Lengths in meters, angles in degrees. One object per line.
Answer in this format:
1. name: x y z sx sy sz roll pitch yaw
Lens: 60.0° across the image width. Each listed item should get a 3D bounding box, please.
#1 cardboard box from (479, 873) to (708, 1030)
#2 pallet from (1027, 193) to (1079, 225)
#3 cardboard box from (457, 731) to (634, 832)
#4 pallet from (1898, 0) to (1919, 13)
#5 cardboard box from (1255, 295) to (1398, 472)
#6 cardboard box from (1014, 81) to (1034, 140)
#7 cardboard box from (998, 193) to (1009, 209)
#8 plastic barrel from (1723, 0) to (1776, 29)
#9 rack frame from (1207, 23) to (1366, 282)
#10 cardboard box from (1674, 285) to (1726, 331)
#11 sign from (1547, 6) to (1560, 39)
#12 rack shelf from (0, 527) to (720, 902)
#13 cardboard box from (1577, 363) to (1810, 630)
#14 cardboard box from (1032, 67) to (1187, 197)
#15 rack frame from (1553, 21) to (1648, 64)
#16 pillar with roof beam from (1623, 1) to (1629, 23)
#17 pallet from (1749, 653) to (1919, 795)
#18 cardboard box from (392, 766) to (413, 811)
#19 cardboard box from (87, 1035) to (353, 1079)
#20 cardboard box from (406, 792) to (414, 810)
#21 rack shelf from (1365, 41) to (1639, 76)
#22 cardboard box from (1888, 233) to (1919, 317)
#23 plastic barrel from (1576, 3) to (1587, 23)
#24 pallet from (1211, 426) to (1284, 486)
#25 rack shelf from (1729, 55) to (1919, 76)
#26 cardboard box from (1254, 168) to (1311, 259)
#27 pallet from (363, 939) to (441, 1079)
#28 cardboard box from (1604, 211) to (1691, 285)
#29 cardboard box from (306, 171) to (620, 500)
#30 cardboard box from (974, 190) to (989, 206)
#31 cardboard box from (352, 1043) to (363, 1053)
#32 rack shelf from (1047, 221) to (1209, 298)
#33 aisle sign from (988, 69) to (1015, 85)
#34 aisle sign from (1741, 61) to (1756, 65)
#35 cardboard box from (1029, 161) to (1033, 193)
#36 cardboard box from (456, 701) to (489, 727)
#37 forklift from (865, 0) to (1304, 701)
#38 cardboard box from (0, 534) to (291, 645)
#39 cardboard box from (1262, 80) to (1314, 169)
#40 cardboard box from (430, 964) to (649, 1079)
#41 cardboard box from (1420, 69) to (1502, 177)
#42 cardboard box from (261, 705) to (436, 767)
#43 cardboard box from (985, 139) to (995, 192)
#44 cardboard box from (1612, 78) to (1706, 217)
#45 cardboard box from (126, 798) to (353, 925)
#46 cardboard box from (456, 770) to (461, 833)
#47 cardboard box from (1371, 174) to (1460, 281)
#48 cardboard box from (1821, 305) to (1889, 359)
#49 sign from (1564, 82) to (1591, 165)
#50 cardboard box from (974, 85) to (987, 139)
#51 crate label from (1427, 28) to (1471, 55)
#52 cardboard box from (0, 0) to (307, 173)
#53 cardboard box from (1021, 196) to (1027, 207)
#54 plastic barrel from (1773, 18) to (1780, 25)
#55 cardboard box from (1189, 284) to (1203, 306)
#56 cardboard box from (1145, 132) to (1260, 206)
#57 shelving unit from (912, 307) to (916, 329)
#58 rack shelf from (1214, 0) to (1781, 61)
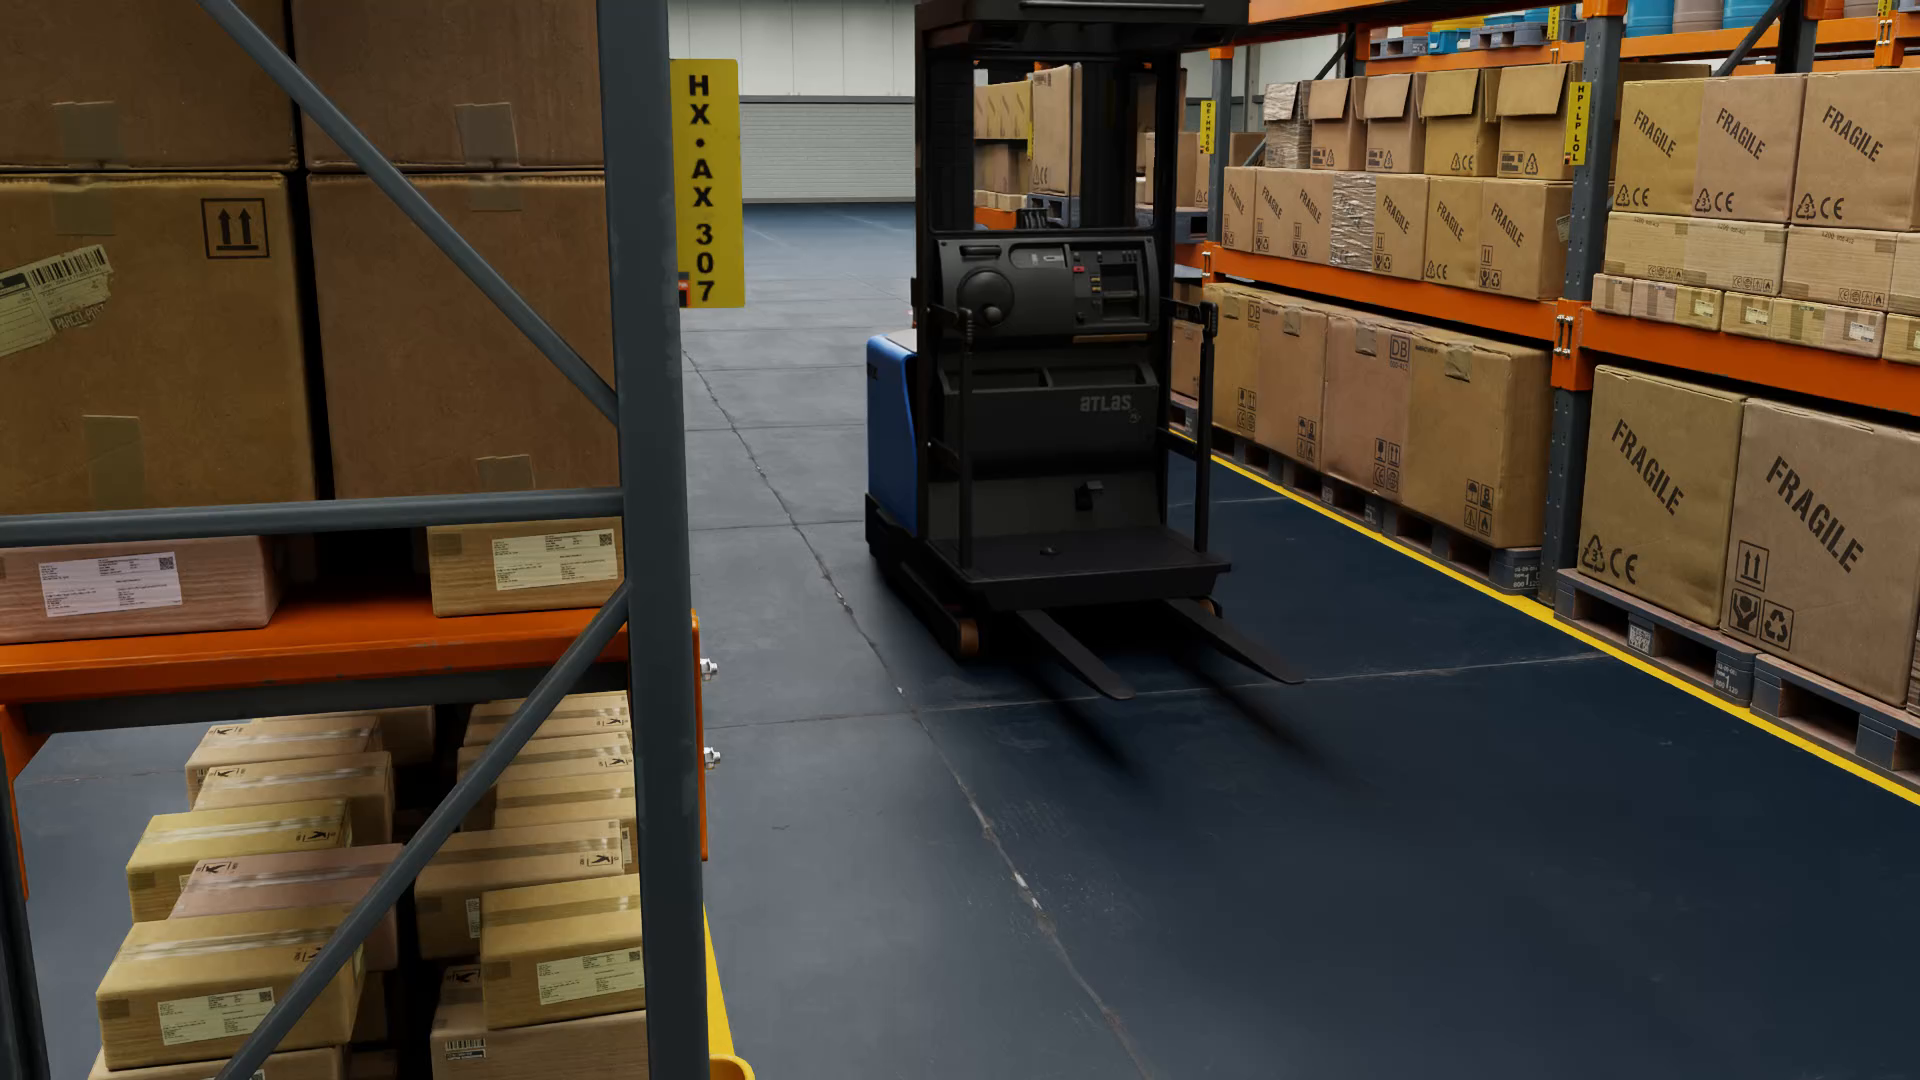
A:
1. cardboard box: -0.662 0.729 2.991 0.380 0.149 0.250 -4 14 -16
2. pallet: 1.195 -2.767 13.836 1.003 0.211 1.213 -3 14 -13
3. cardboard box: -0.918 0.554 3.706 0.380 0.149 0.250 -4 14 -16
4. pallet: 6.995 -3.581 10.843 1.003 0.211 1.213 -3 14 -13
5. cardboard box: 2.440 -0.927 9.493 1.225 0.875 0.875 -3 14 -13
6. cardboard box: 0.784 -3.812 14.764 0.500 0.500 0.500 -3 14 -13
7. cardboard box: 0.575 -3.247 15.925 0.380 0.149 0.250 -3 14 -13
8. plastic barrel: 6.609 -4.614 13.617 0.600 0.901 0.708 -3 14 -13
9. rack frame: 2.096 -2.122 10.791 1.000 3.000 0.127 -3 14 -13
10. cardboard box: 2.906 -0.869 6.192 0.380 0.149 0.250 -3 14 -11
11. sign: 5.434 -4.754 15.226 0.100 0.325 0.005 -3 14 -13
12. rack shelf: -1.339 -0.135 4.175 1.077 0.370 4.000 -3 14 -13
13. cardboard box: 3.113 -0.214 6.575 0.875 0.875 0.875 -3 14 -13
14. cardboard box: 1.208 -3.349 13.665 1.000 1.000 1.000 -3 14 -13
15. rack frame: 5.971 -3.320 15.698 1.000 3.000 0.127 -3 14 -13
16. pillar with roof beam: 8.664 -10.125 30.909 9.100 9.000 0.400 -3 14 -13
17. pallet: 3.428 0.618 5.455 1.003 0.211 1.213 -3 14 -13
18. cardboard box: -1.571 0.609 4.110 0.380 0.149 0.250 -3 14 -10
19. cardboard box: -1.271 0.908 2.887 0.380 0.149 0.250 -4 14 -15
20. cardboard box: -1.569 0.753 4.147 0.380 0.149 0.250 -3 14 -12
21. rack shelf: 5.502 -4.890 17.316 1.077 0.370 4.000 -3 14 -13
22. cardboard box: 3.239 -0.799 5.067 0.500 0.250 0.500 -3 14 -13
23. plastic barrel: 6.061 -5.146 15.730 0.421 0.512 0.421 0 14 0
24. pallet: 2.208 -0.581 10.360 1.003 0.211 1.213 -3 14 -13
25. rack shelf: 10.317 -5.165 18.442 1.077 0.370 4.000 -3 14 -13
26. cardboard box: 2.069 -1.924 9.772 0.500 0.500 0.500 -4 14 -15
27. pallet: -1.044 1.125 3.379 1.003 0.211 1.213 -3 14 -13
28. cardboard box: 2.892 -1.148 6.493 0.500 0.250 0.500 -4 14 -14
29. cardboard box: -0.707 -0.335 2.640 0.500 0.500 0.500 -3 14 -11
30. cardboard box: 0.311 -3.415 16.613 0.380 0.149 0.250 -3 14 -13
31. cardboard box: -1.355 0.994 3.158 0.380 0.149 0.250 -3 14 -11
32. rack shelf: 1.627 -2.234 12.765 1.077 0.370 4.000 -3 14 -13
33. aisle sign: 0.495 -5.261 18.163 0.394 0.787 0.004 -3 14 -13
34. aisle sign: 9.535 -5.779 20.285 0.394 0.787 0.004 -3 14 -13
35. cardboard box: 1.111 -3.345 14.960 0.875 0.500 0.500 -3 14 -13
36. cardboard box: -1.143 0.374 4.445 0.380 0.149 0.250 -3 14 -13
37. forklift: 0.426 -1.059 6.588 1.130 2.935 3.031 -4 14 -15
38. cardboard box: -1.221 0.040 2.474 0.380 0.149 0.250 -3 14 -13
39. cardboard box: 2.252 -2.488 9.966 0.797 0.503 0.637 -3 14 -11
40. cardboard box: -0.743 0.878 3.007 0.380 0.149 0.250 -3 14 -11
41. cardboard box: 2.728 -2.041 8.135 0.797 0.503 0.637 -3 14 -13
42. cardboard box: -1.498 0.458 4.101 0.380 0.149 0.250 -4 14 -15
43. cardboard box: 0.736 -3.689 16.371 0.875 0.500 0.500 -3 14 -13
44. cardboard box: 2.900 -1.510 6.397 0.500 0.500 0.500 -3 14 -13
45. cardboard box: -1.428 0.647 3.327 0.380 0.149 0.250 -4 14 -14
46. cardboard box: -1.006 0.639 3.985 0.380 0.149 0.250 -4 14 -16
47. cardboard box: 2.422 -1.575 8.342 0.500 0.500 0.500 -3 14 -14
48. cardboard box: 3.087 -0.691 5.465 0.380 0.149 0.250 -3 14 -13
49. sign: 2.511 -1.690 6.753 0.100 0.325 0.005 -3 14 -13
50. cardboard box: 0.435 -4.158 16.181 0.500 0.500 0.500 -3 14 -13
51. crate label: 5.150 -5.178 17.294 0.502 0.251 0.408 -3 14 -13
52. cardboard box: -1.219 -0.793 2.410 0.500 0.500 0.500 -4 14 -14
53. cardboard box: 0.771 -3.075 15.222 0.380 0.149 0.250 -3 14 -13
54. plastic barrel: 6.385 -4.068 12.729 0.301 0.262 0.301 0 14 0
55. cardboard box: 1.910 -1.638 11.572 0.500 0.250 0.500 -3 14 -11
56. cardboard box: 1.702 -2.620 11.734 0.700 0.500 0.500 -1 14 -5
57. shelving unit: -0.060 -0.625 8.457 0.258 1.200 0.503 -4 14 -15
58. rack shelf: 2.566 -2.768 8.632 1.077 0.370 4.000 -3 14 -13
